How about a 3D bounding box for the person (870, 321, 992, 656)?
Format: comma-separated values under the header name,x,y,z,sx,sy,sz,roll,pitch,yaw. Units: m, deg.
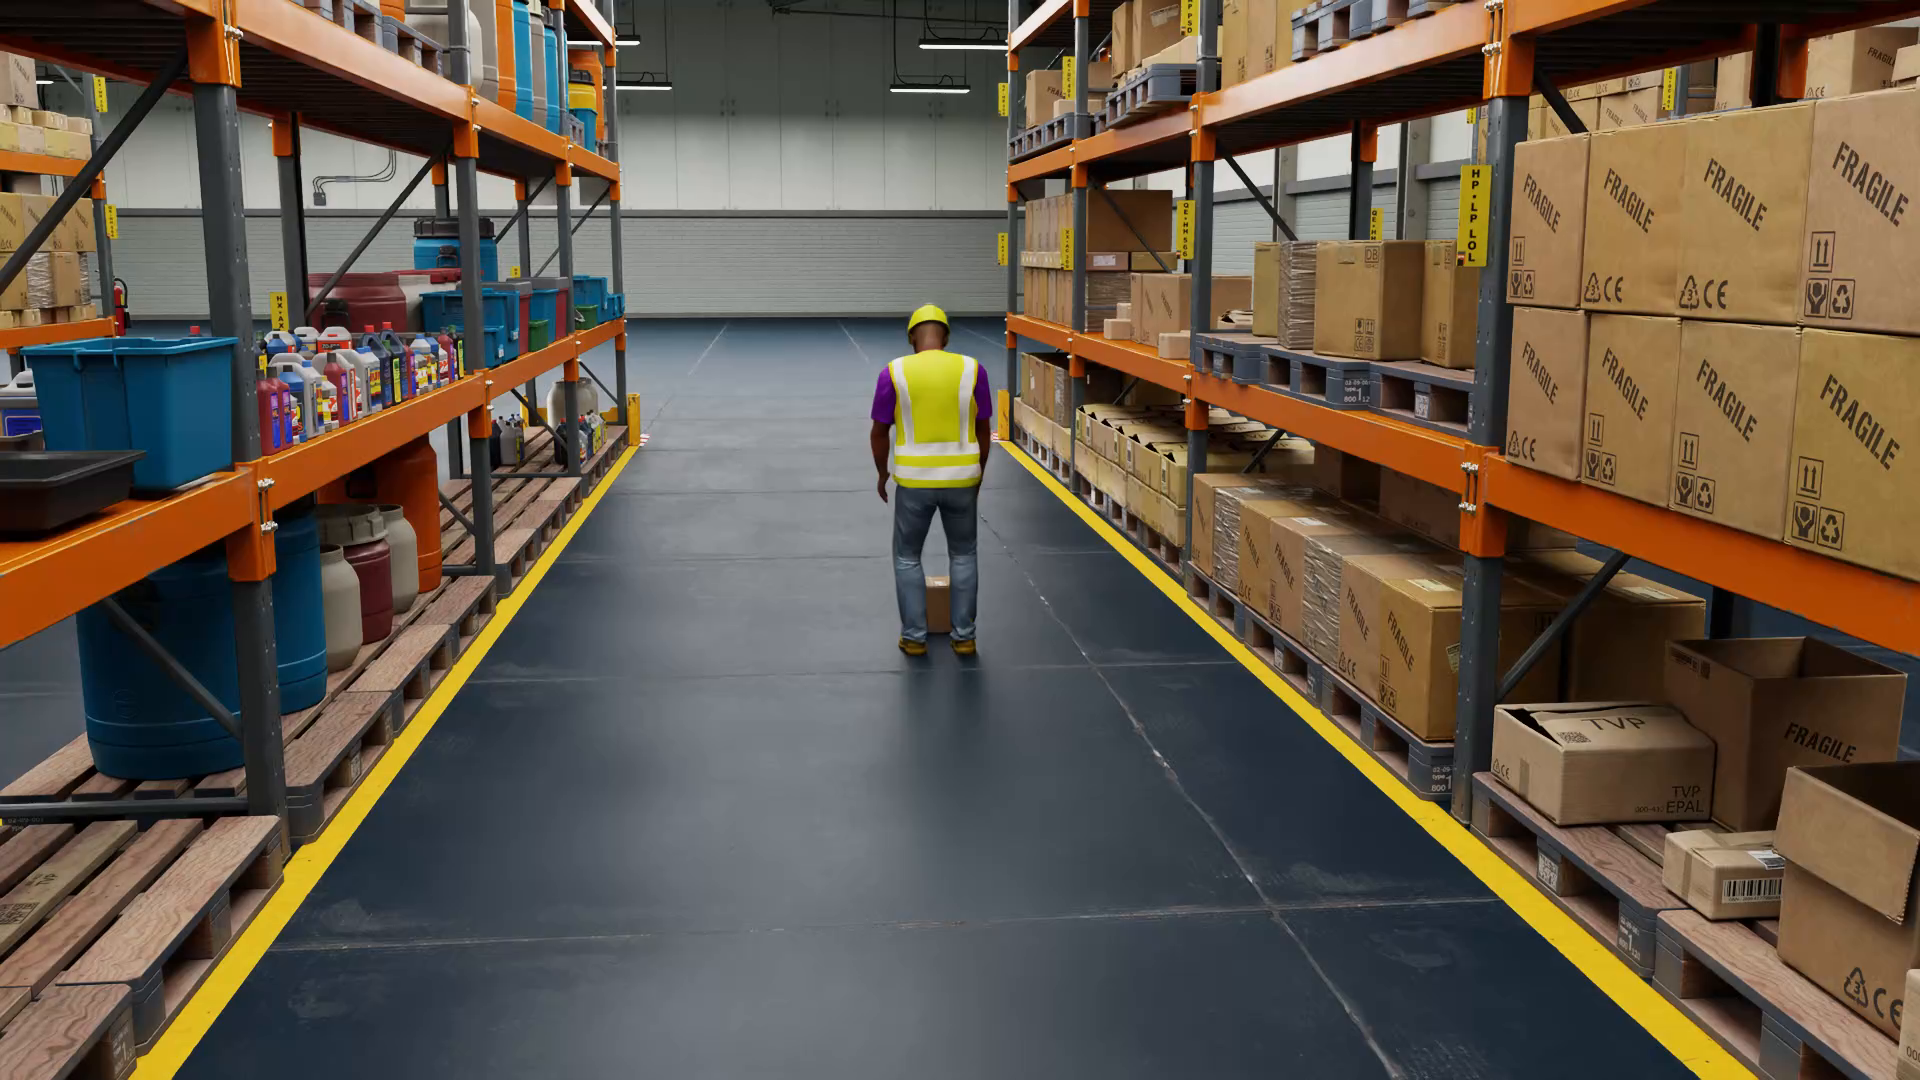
name,x,y,z,sx,sy,sz,roll,pitch,yaw
person,-0.140,-0.275,8.178,0.595,1.676,0.434,-1,10,-5
